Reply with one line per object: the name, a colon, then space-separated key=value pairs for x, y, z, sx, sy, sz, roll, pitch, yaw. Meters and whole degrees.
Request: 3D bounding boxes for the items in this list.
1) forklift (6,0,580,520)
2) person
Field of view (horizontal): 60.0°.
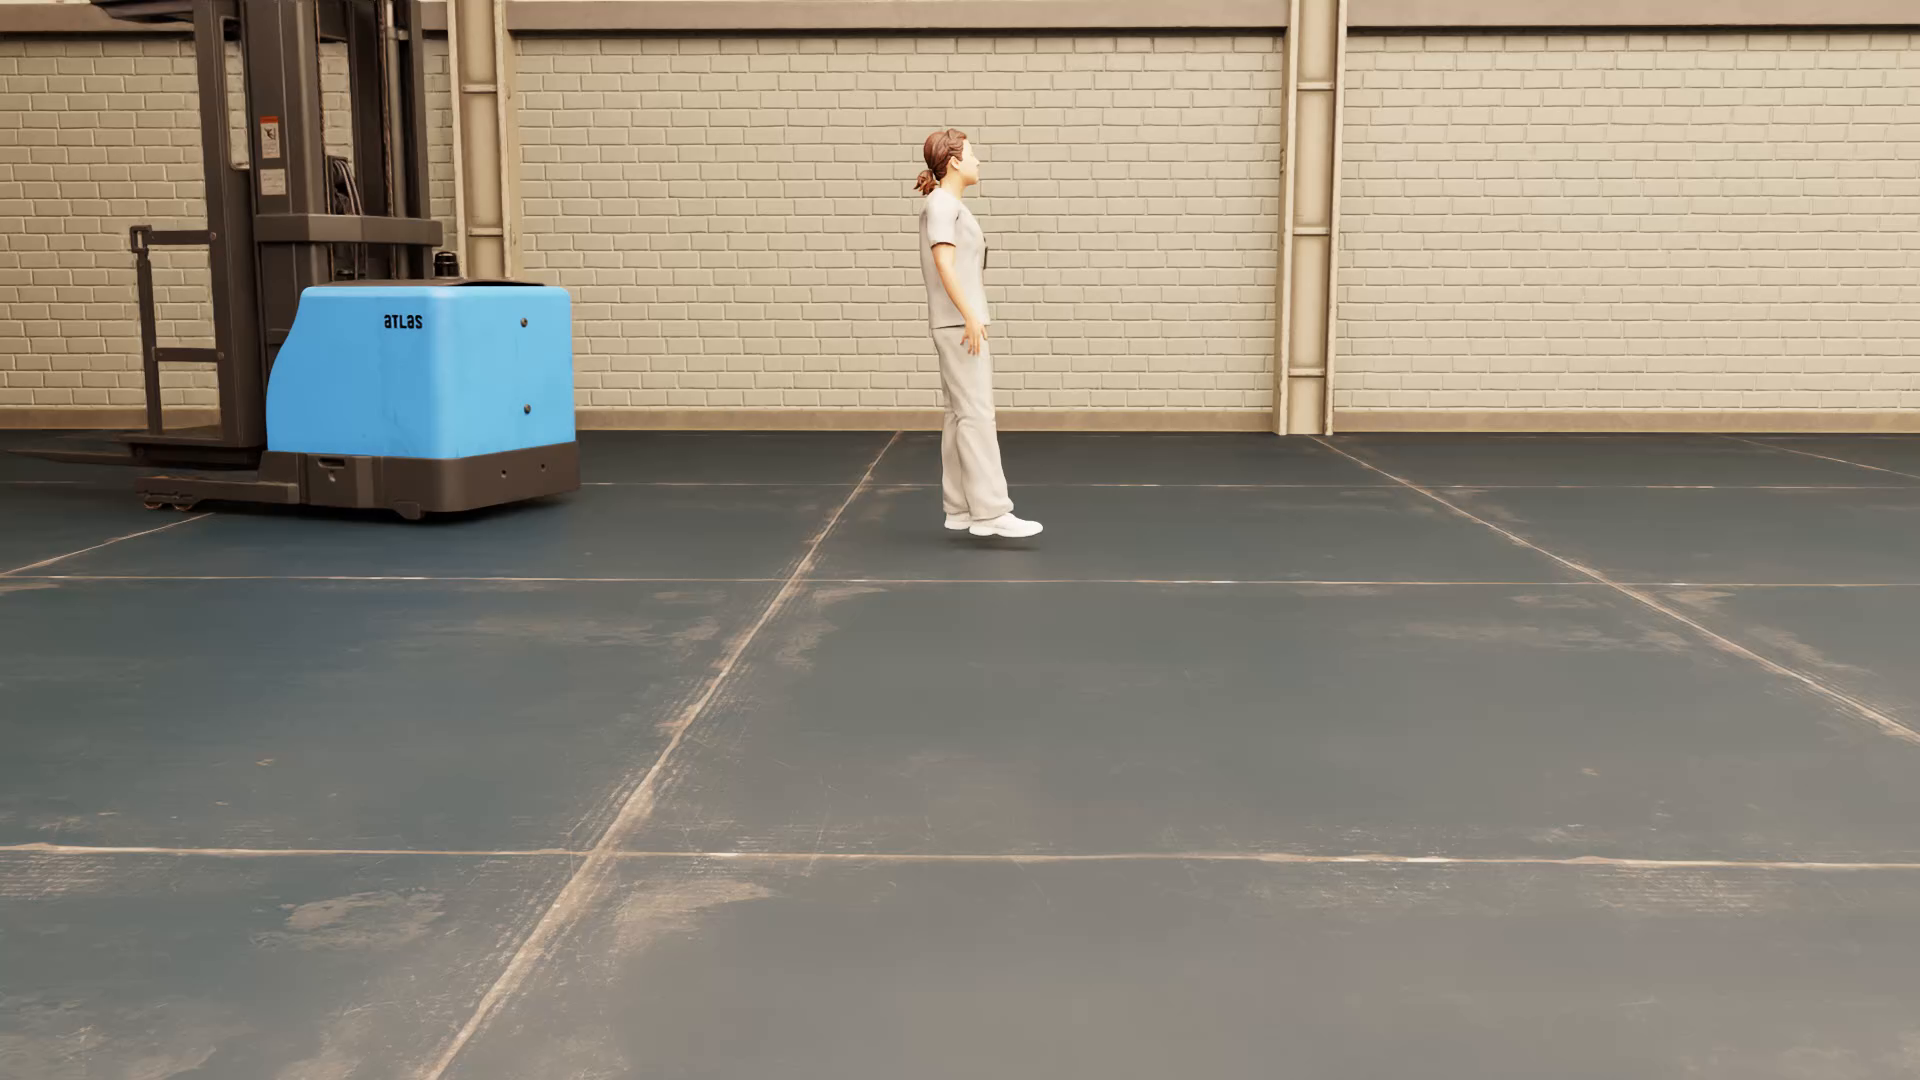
forklift: x=-3.473 y=-1.656 z=8.265 sx=3.031 sy=2.935 sz=1.130 roll=4 pitch=9 yaw=22
person: x=0.073 y=-0.873 z=6.978 sx=0.549 sy=1.675 sz=0.549 roll=0 pitch=9 yaw=1
